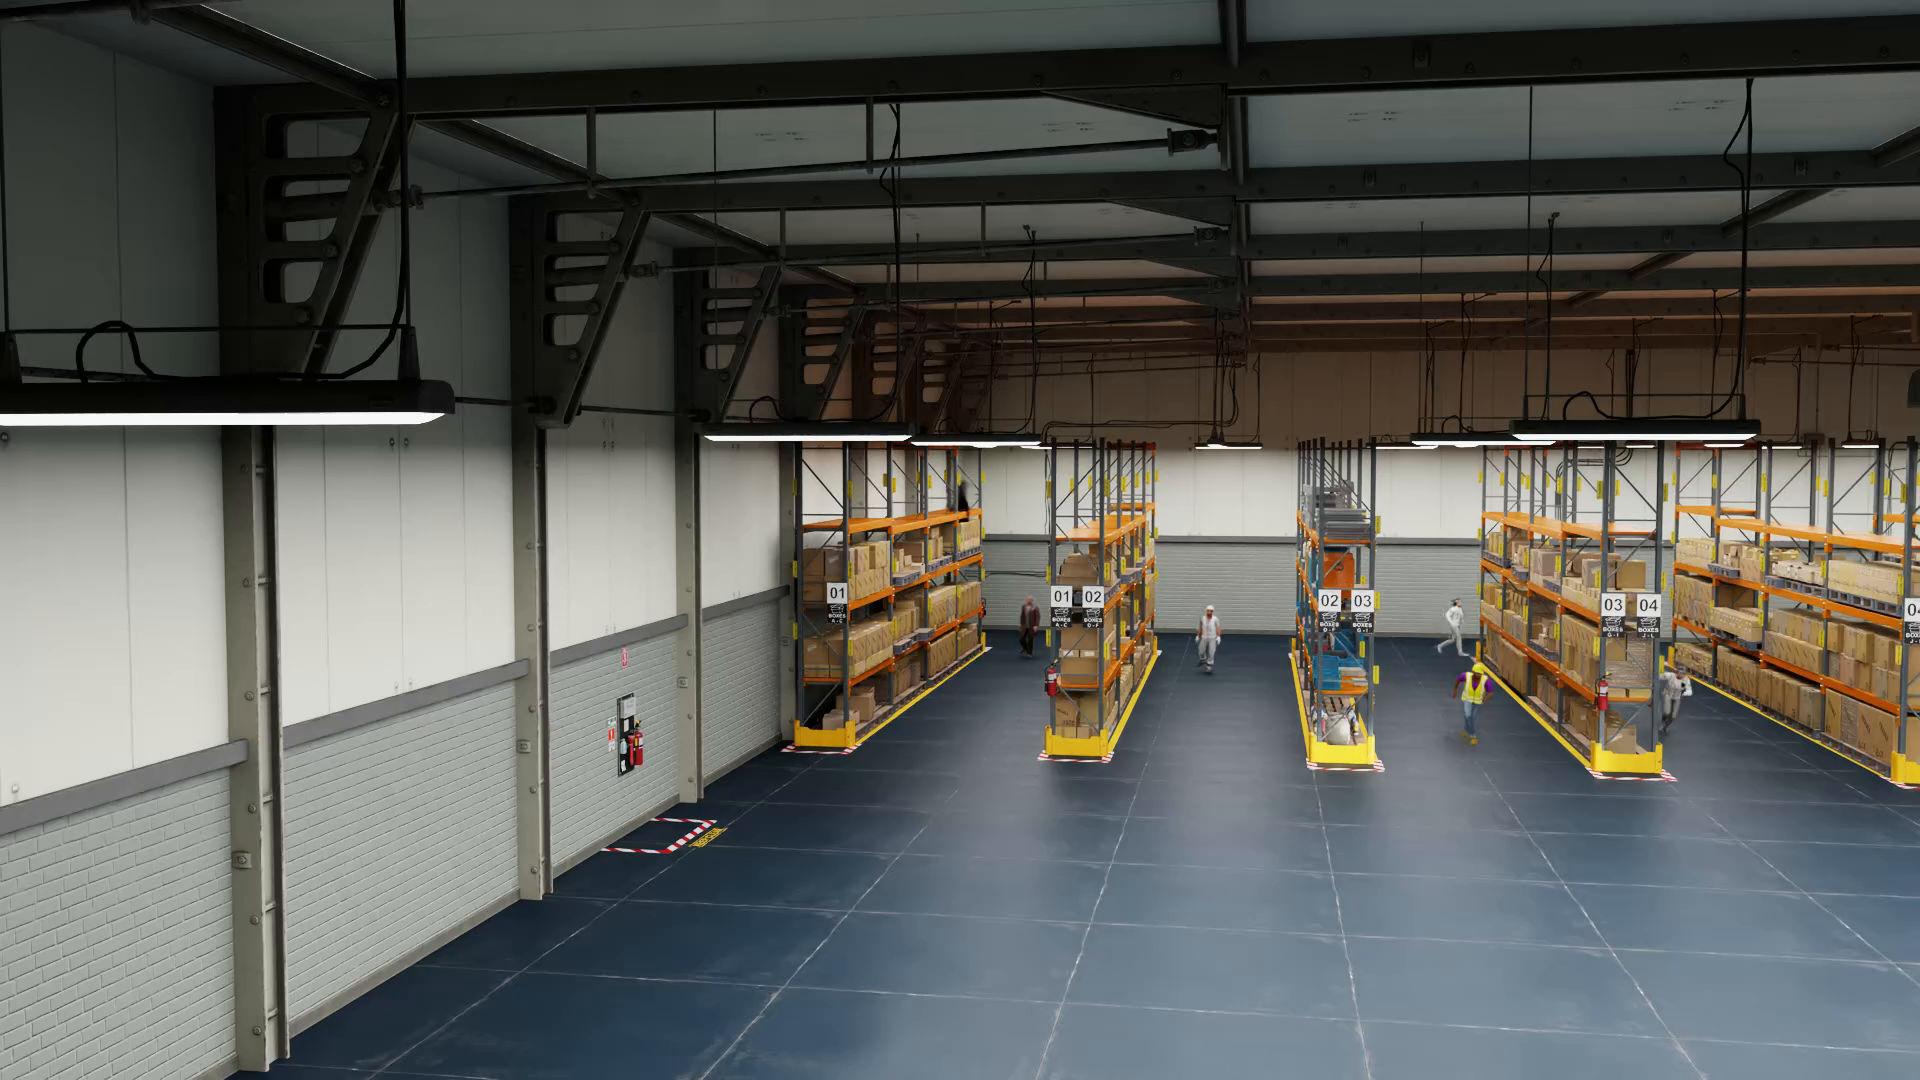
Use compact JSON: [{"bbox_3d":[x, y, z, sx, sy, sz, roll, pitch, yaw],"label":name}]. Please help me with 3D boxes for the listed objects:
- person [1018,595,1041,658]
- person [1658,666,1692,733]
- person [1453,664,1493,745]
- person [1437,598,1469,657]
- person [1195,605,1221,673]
[{"bbox_3d":[1.927,2.408,46.175,0.700,1.756,0.603,1,3,22],"label":"person"},{"bbox_3d":[14.415,3.222,33.570,0.600,1.421,0.959,0,3,9],"label":"person"},{"bbox_3d":[10.065,3.175,32.670,0.728,1.590,1.082,0,3,8],"label":"person"},{"bbox_3d":[13.860,2.423,46.525,0.925,1.633,0.644,2,4,33],"label":"person"},{"bbox_3d":[6.459,2.557,43.171,0.730,1.752,0.681,1,3,21],"label":"person"}]
